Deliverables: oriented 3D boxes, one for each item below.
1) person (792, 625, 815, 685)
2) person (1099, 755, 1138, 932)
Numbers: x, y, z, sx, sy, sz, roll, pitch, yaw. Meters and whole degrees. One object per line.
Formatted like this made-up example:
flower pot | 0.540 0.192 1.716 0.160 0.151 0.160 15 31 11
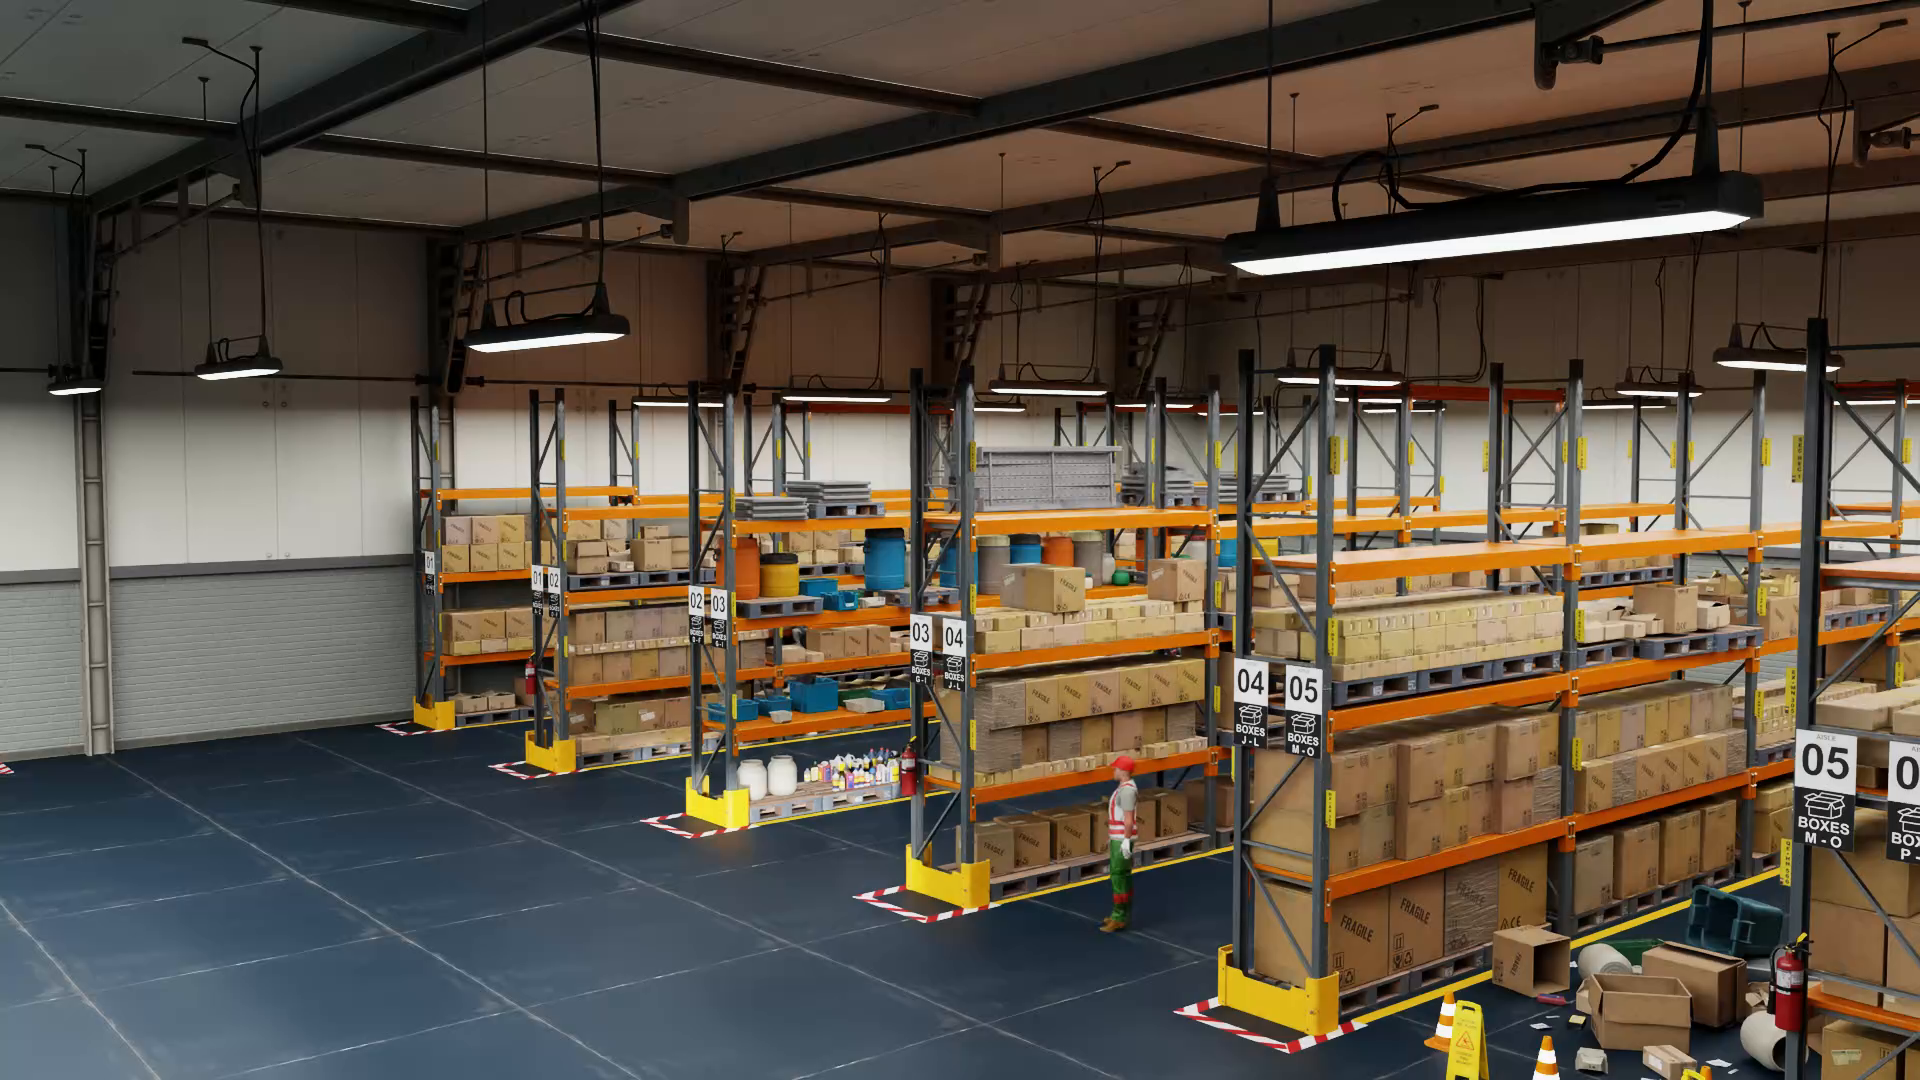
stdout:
person | -3.169 2.320 33.513 0.481 1.703 0.556 0 3 1
person | 1.703 3.222 17.780 0.397 1.813 0.647 0 3 7
